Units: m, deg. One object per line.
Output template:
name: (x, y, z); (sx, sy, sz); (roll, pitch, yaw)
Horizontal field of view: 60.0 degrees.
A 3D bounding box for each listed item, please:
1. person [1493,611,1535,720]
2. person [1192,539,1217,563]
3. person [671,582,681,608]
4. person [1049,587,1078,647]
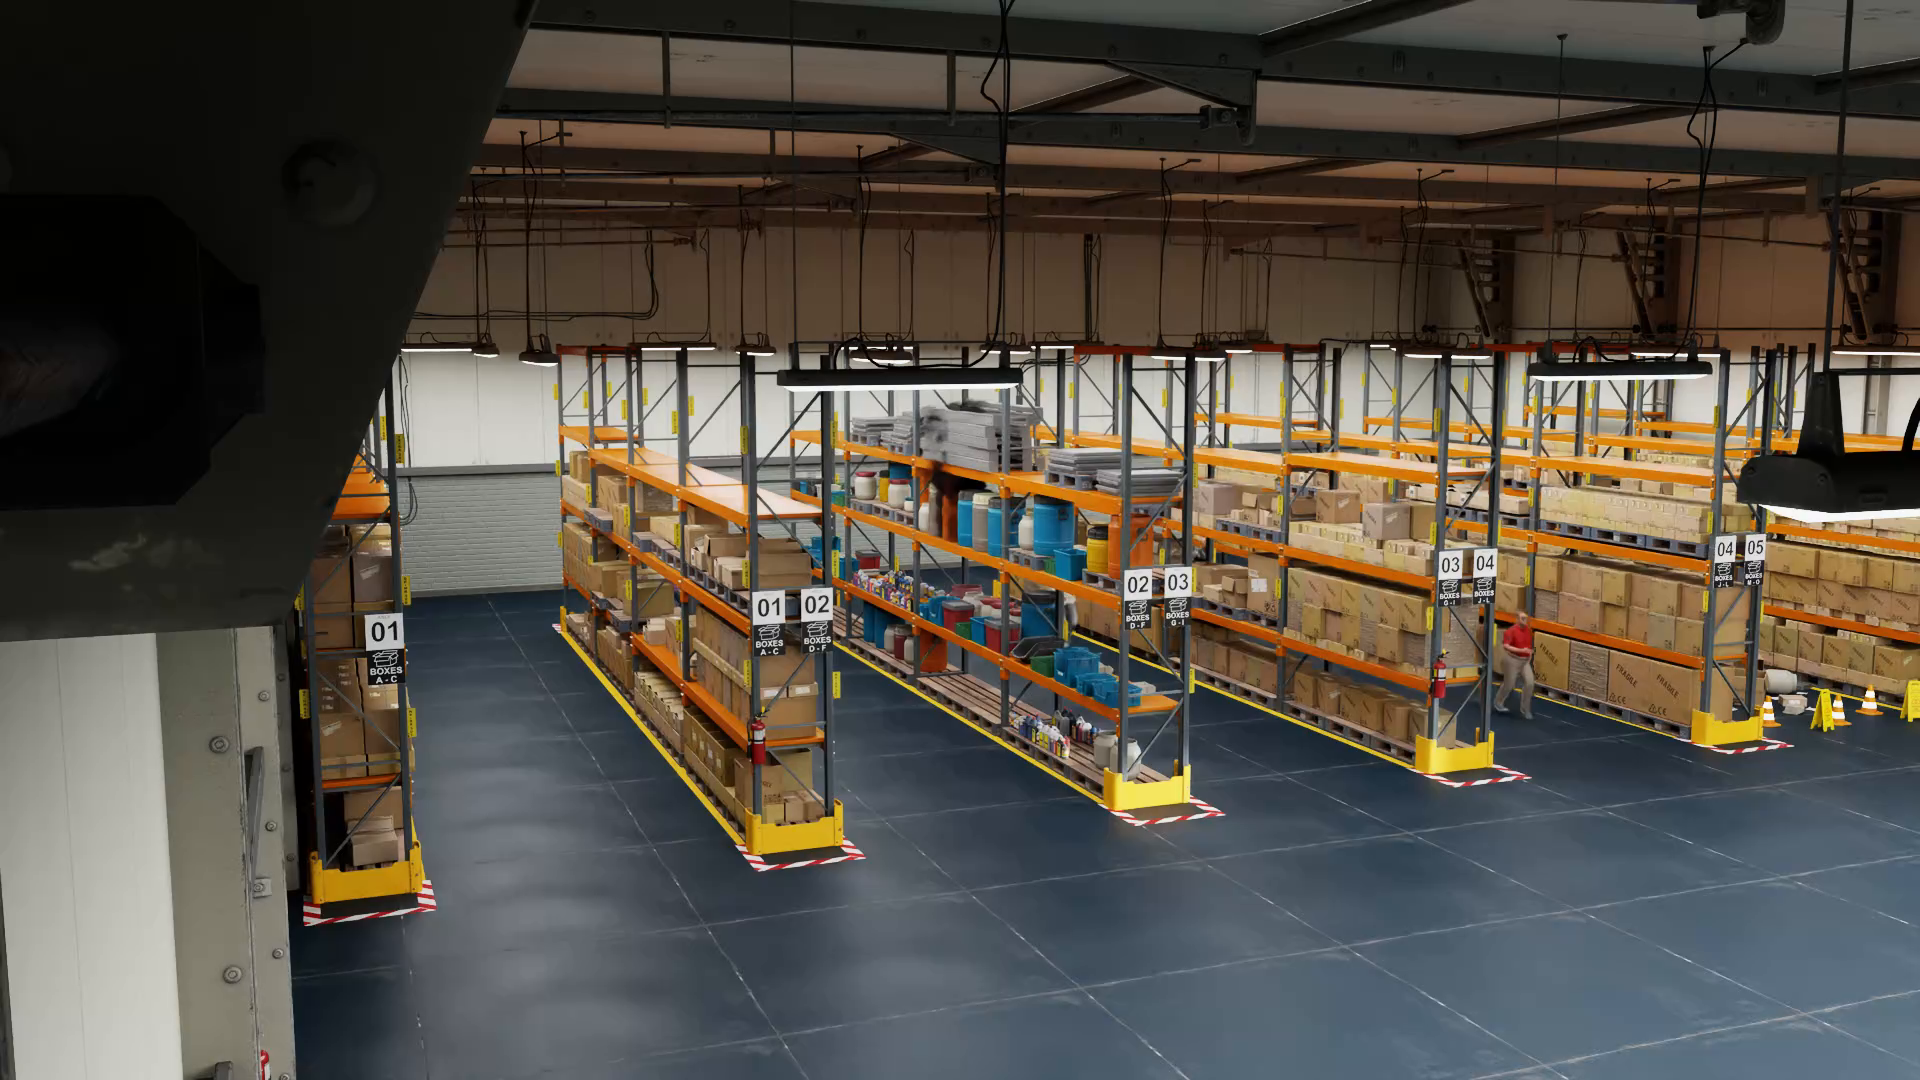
person: (9.105, 2.056, 27.160); (0.683, 1.821, 0.783); (-4, 8, -27)
person: (5.402, 0.801, 36.958); (0.682, 1.690, 0.648); (-2, 8, -17)
person: (-5.984, 1.080, 35.314); (0.546, 1.572, 0.614); (-6, 9, -40)
person: (2.011, 1.200, 31.477); (0.635, 1.773, 0.565); (-3, 8, -22)
